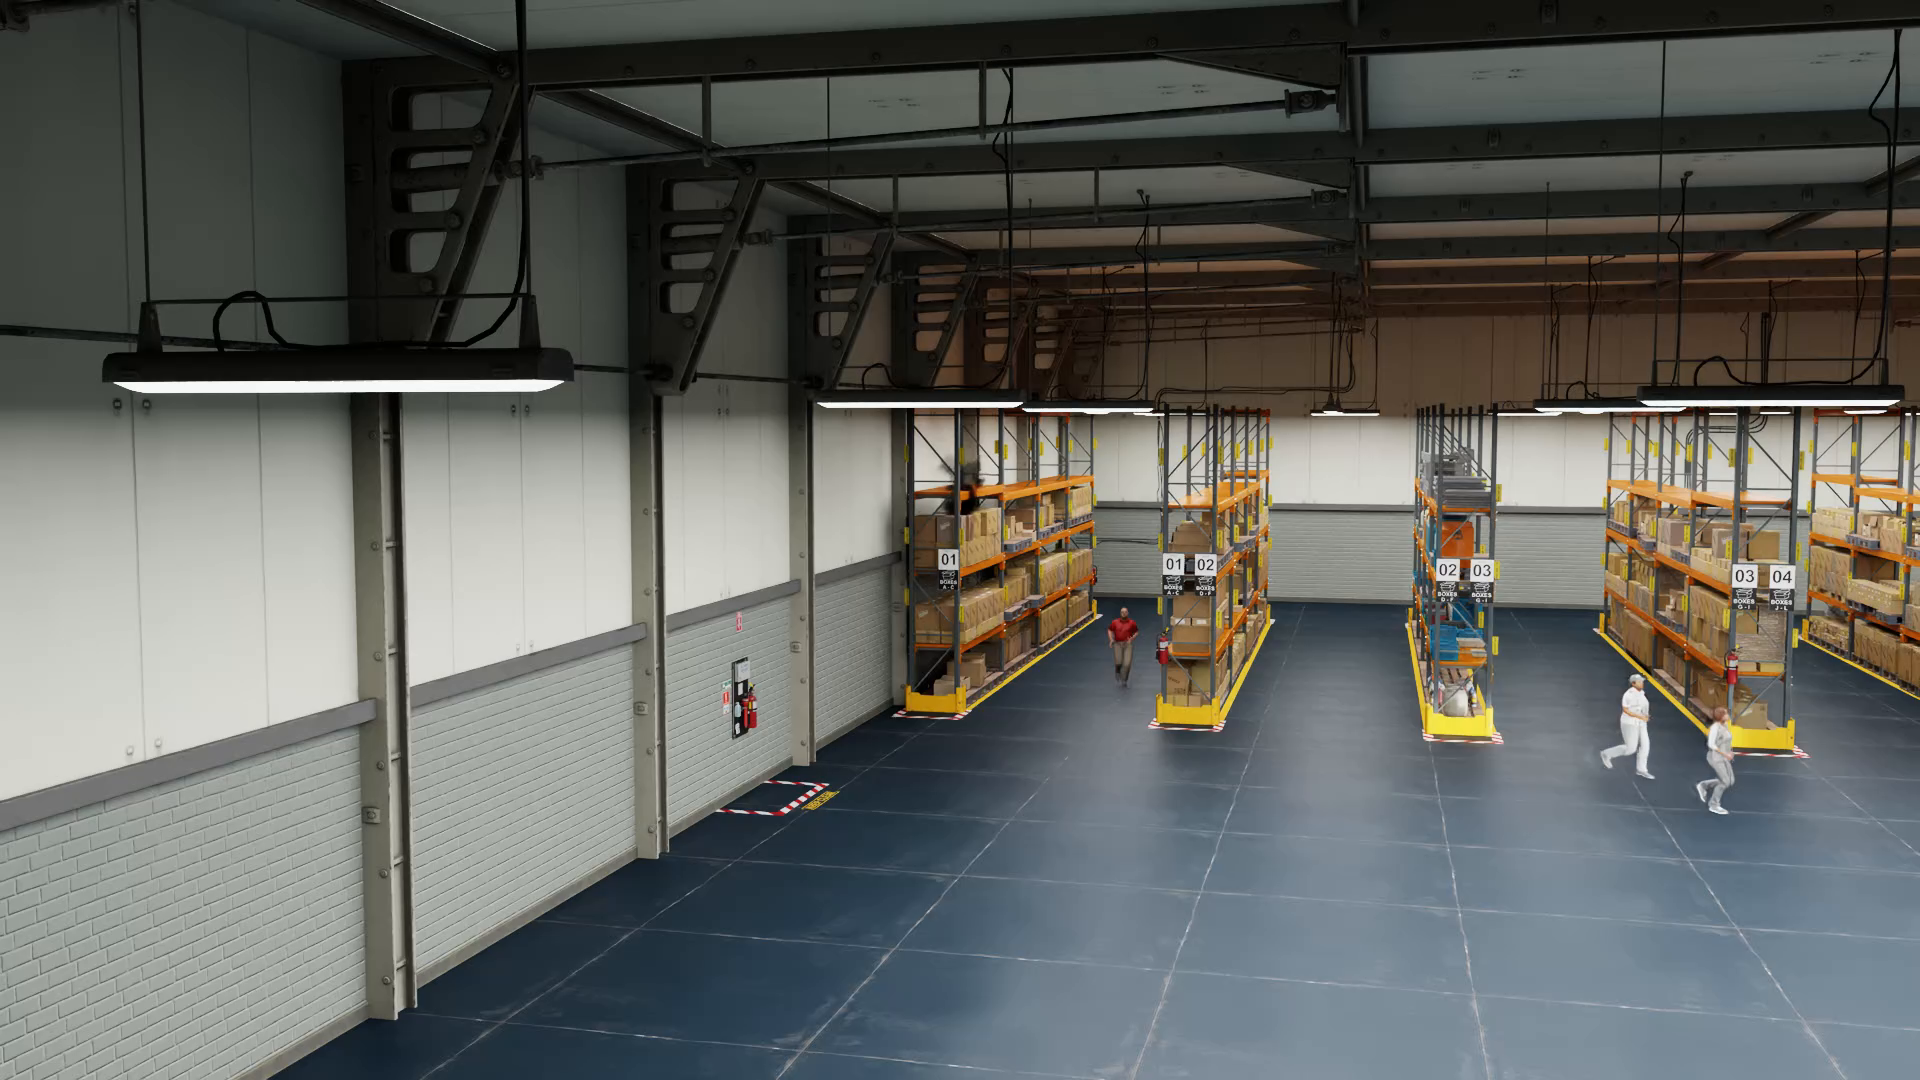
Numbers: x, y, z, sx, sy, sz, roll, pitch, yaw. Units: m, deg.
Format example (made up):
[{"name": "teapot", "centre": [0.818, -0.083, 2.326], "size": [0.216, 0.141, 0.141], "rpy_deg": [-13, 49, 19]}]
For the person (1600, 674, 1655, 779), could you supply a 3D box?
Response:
[{"name": "person", "centre": [10.777, 2.970, 26.719], "size": [0.615, 1.668, 0.818], "rpy_deg": [-4, 6, -44]}]

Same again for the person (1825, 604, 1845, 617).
[{"name": "person", "centre": [23.368, 1.614, 44.359], "size": [0.962, 1.773, 0.706], "rpy_deg": [1, 4, 19]}]

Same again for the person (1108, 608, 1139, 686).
[{"name": "person", "centre": [3.497, 2.292, 35.591], "size": [0.658, 1.682, 0.566], "rpy_deg": [0, 4, 4]}]

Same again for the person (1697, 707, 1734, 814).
[{"name": "person", "centre": [11.010, 3.191, 24.200], "size": [0.567, 1.556, 0.574], "rpy_deg": [4, 6, 43]}]

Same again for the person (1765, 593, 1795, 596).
[{"name": "person", "centre": [21.854, 1.666, 44.601], "size": [0.813, 1.678, 0.797], "rpy_deg": [1, 4, 12]}]
